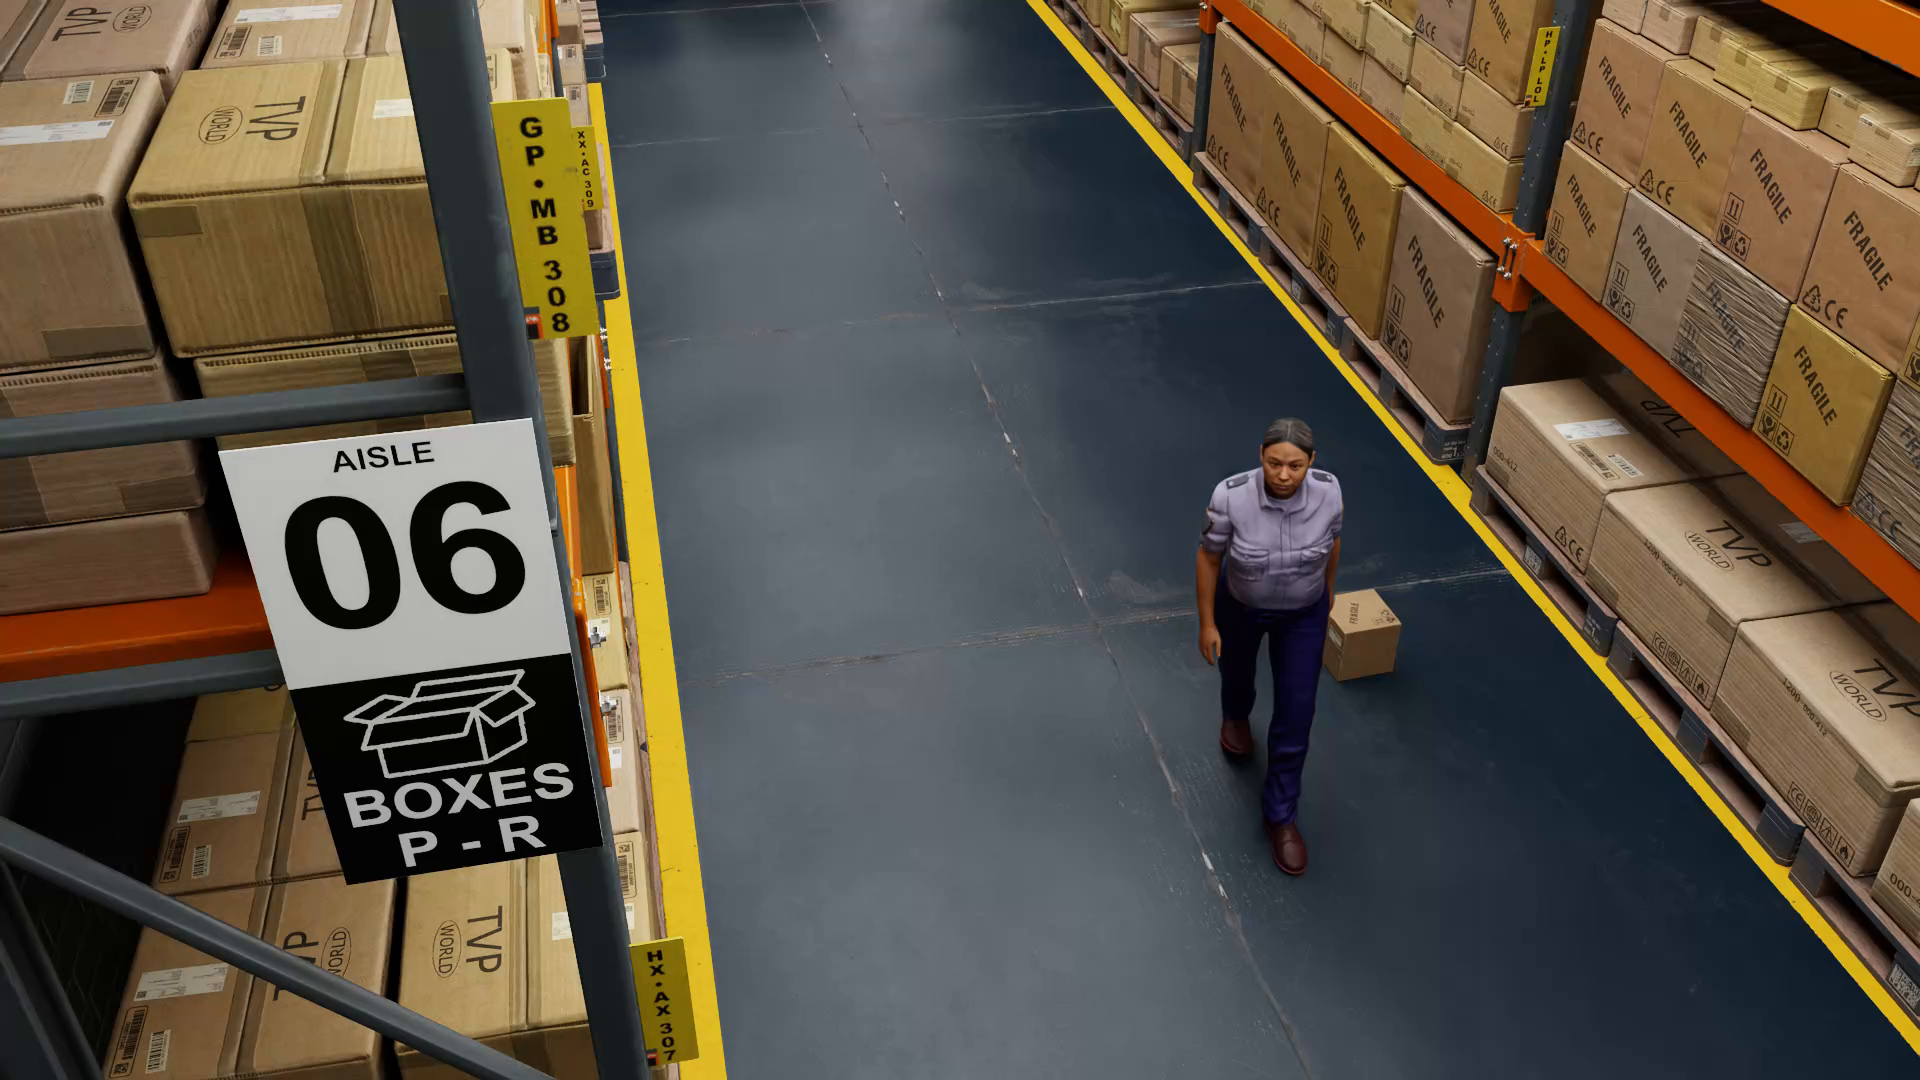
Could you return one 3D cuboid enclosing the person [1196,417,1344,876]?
[{"bbox_3d":[1.056,0.269,5.775,0.506,1.591,0.884,4,35,6],"label":"person"}]
